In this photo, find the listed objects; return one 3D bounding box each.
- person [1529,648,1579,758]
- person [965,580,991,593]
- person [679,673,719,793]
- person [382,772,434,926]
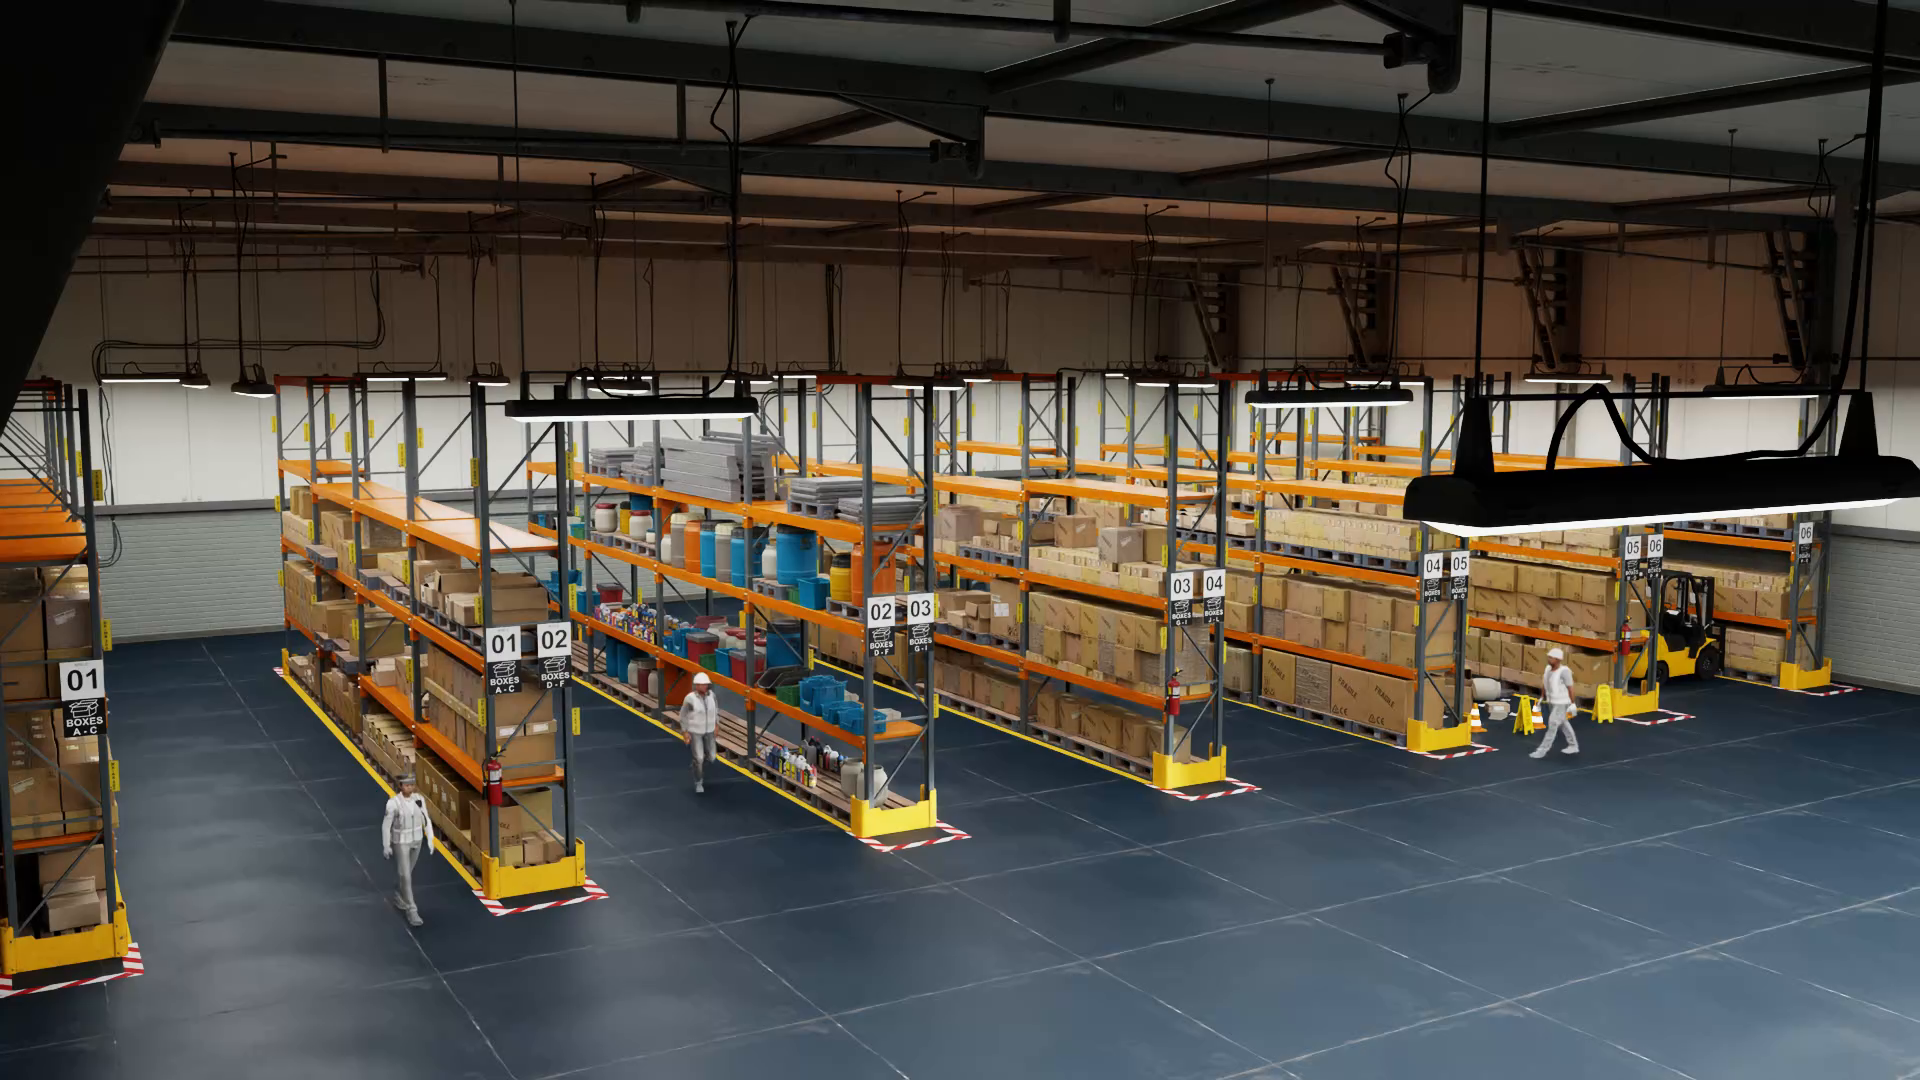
[{"bbox_3d":[9.415,2.565,26.357,1.010,1.717,0.618,-2,6,-16],"label":"person"},{"bbox_3d":[0.576,0.682,43.734,0.876,1.752,0.614,0,6,0],"label":"person"},{"bbox_3d":[-3.856,2.795,24.463,0.624,1.756,0.638,-5,8,-37],"label":"person"},{"bbox_3d":[-6.231,3.435,18.854,0.874,1.645,0.492,5,8,39],"label":"person"}]
